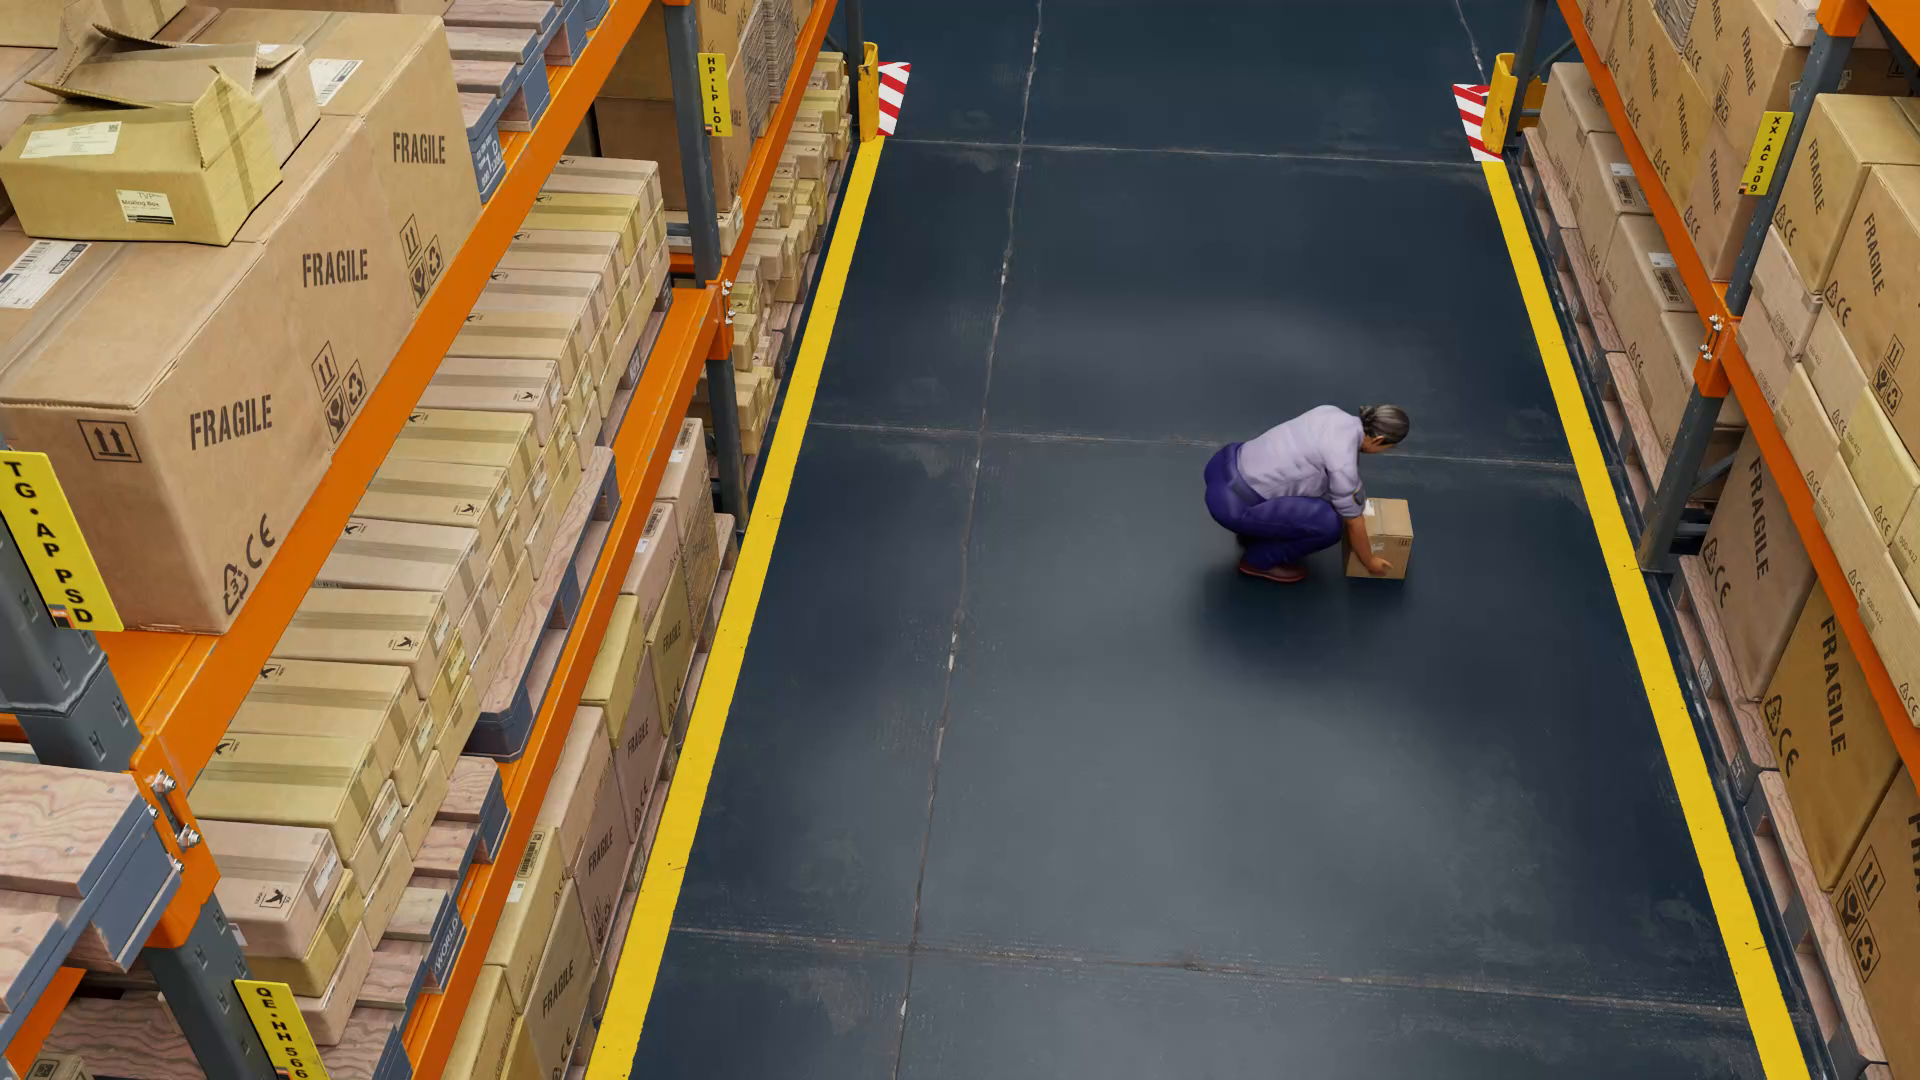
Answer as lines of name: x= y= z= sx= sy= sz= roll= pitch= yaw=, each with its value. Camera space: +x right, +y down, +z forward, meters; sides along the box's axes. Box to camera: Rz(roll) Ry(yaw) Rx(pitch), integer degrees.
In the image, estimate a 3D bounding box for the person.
person: x=1.467 y=-0.230 z=7.105 sx=0.838 sy=0.799 sz=0.509 roll=3 pitch=40 yaw=4
